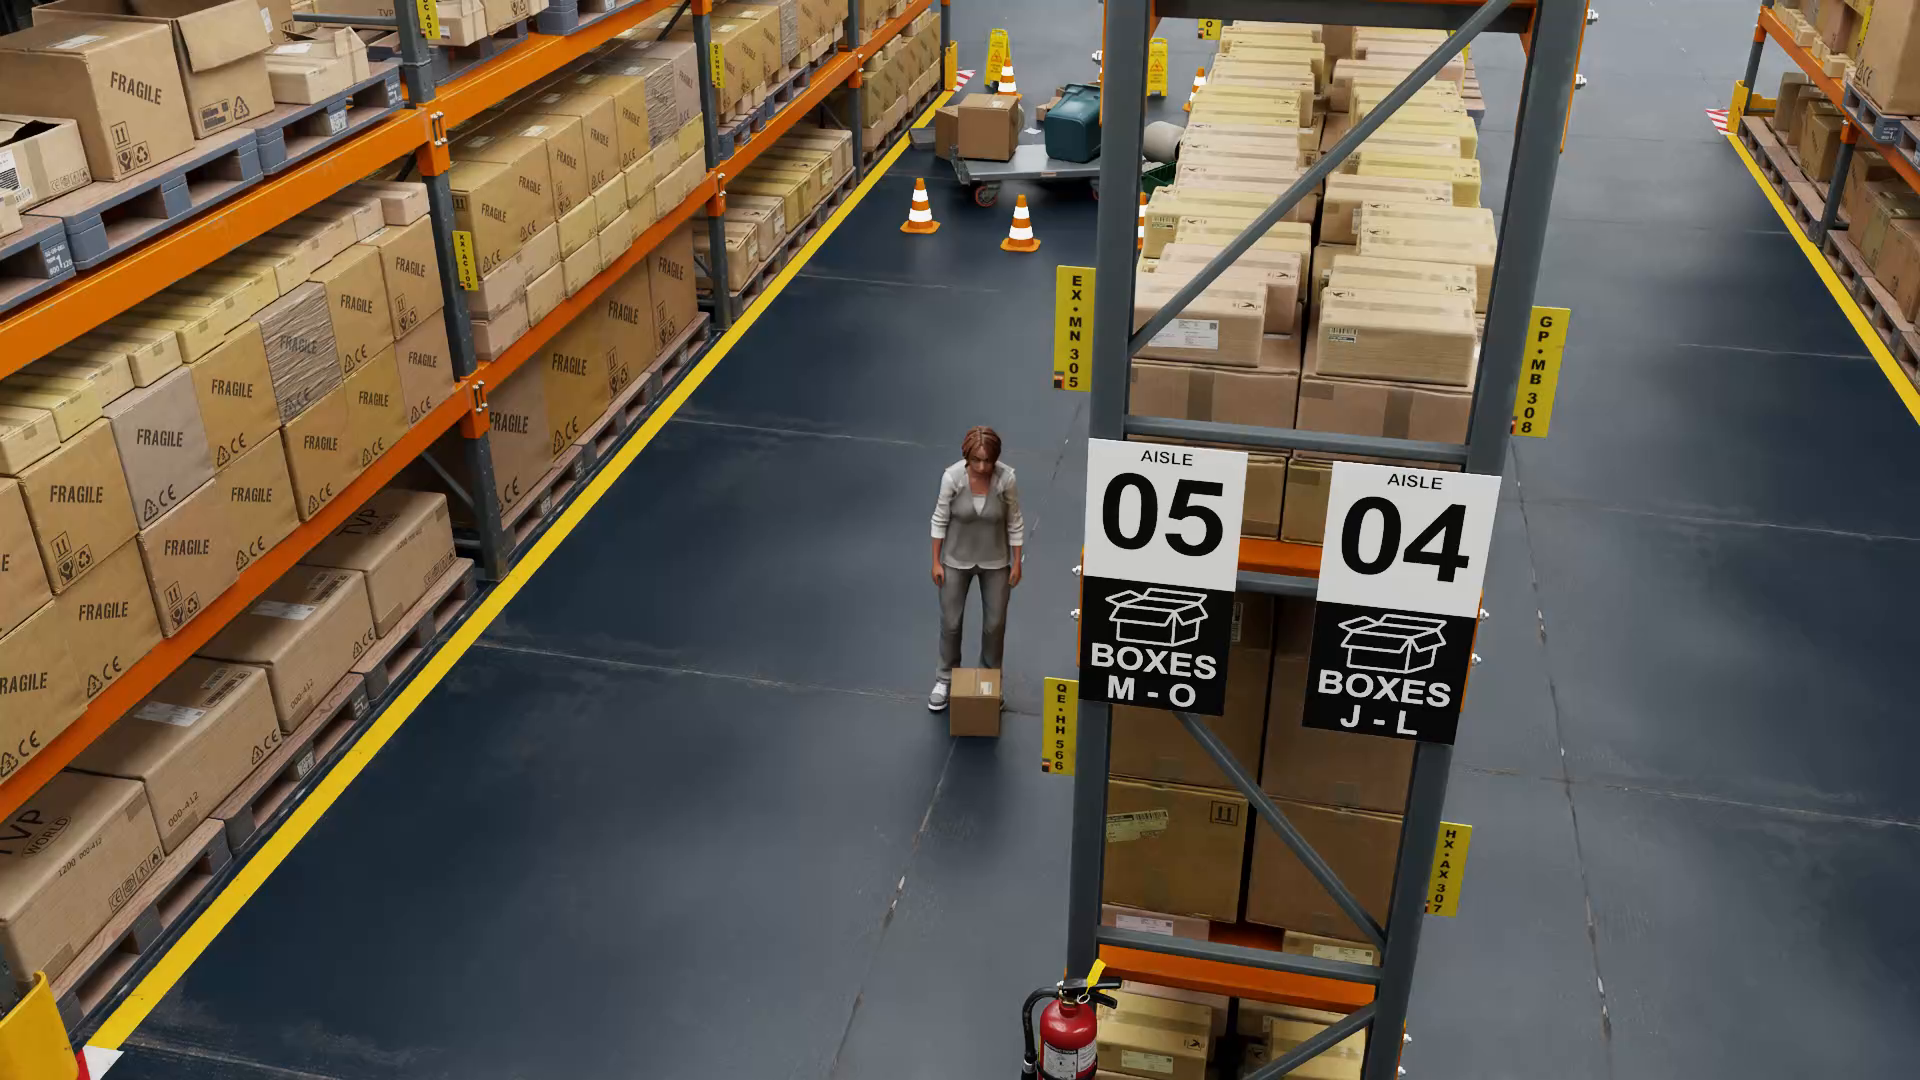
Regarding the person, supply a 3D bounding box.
[{"bbox_3d":[0.078,0.129,8.386,0.485,1.592,0.347,0,29,0],"label":"person"}]
